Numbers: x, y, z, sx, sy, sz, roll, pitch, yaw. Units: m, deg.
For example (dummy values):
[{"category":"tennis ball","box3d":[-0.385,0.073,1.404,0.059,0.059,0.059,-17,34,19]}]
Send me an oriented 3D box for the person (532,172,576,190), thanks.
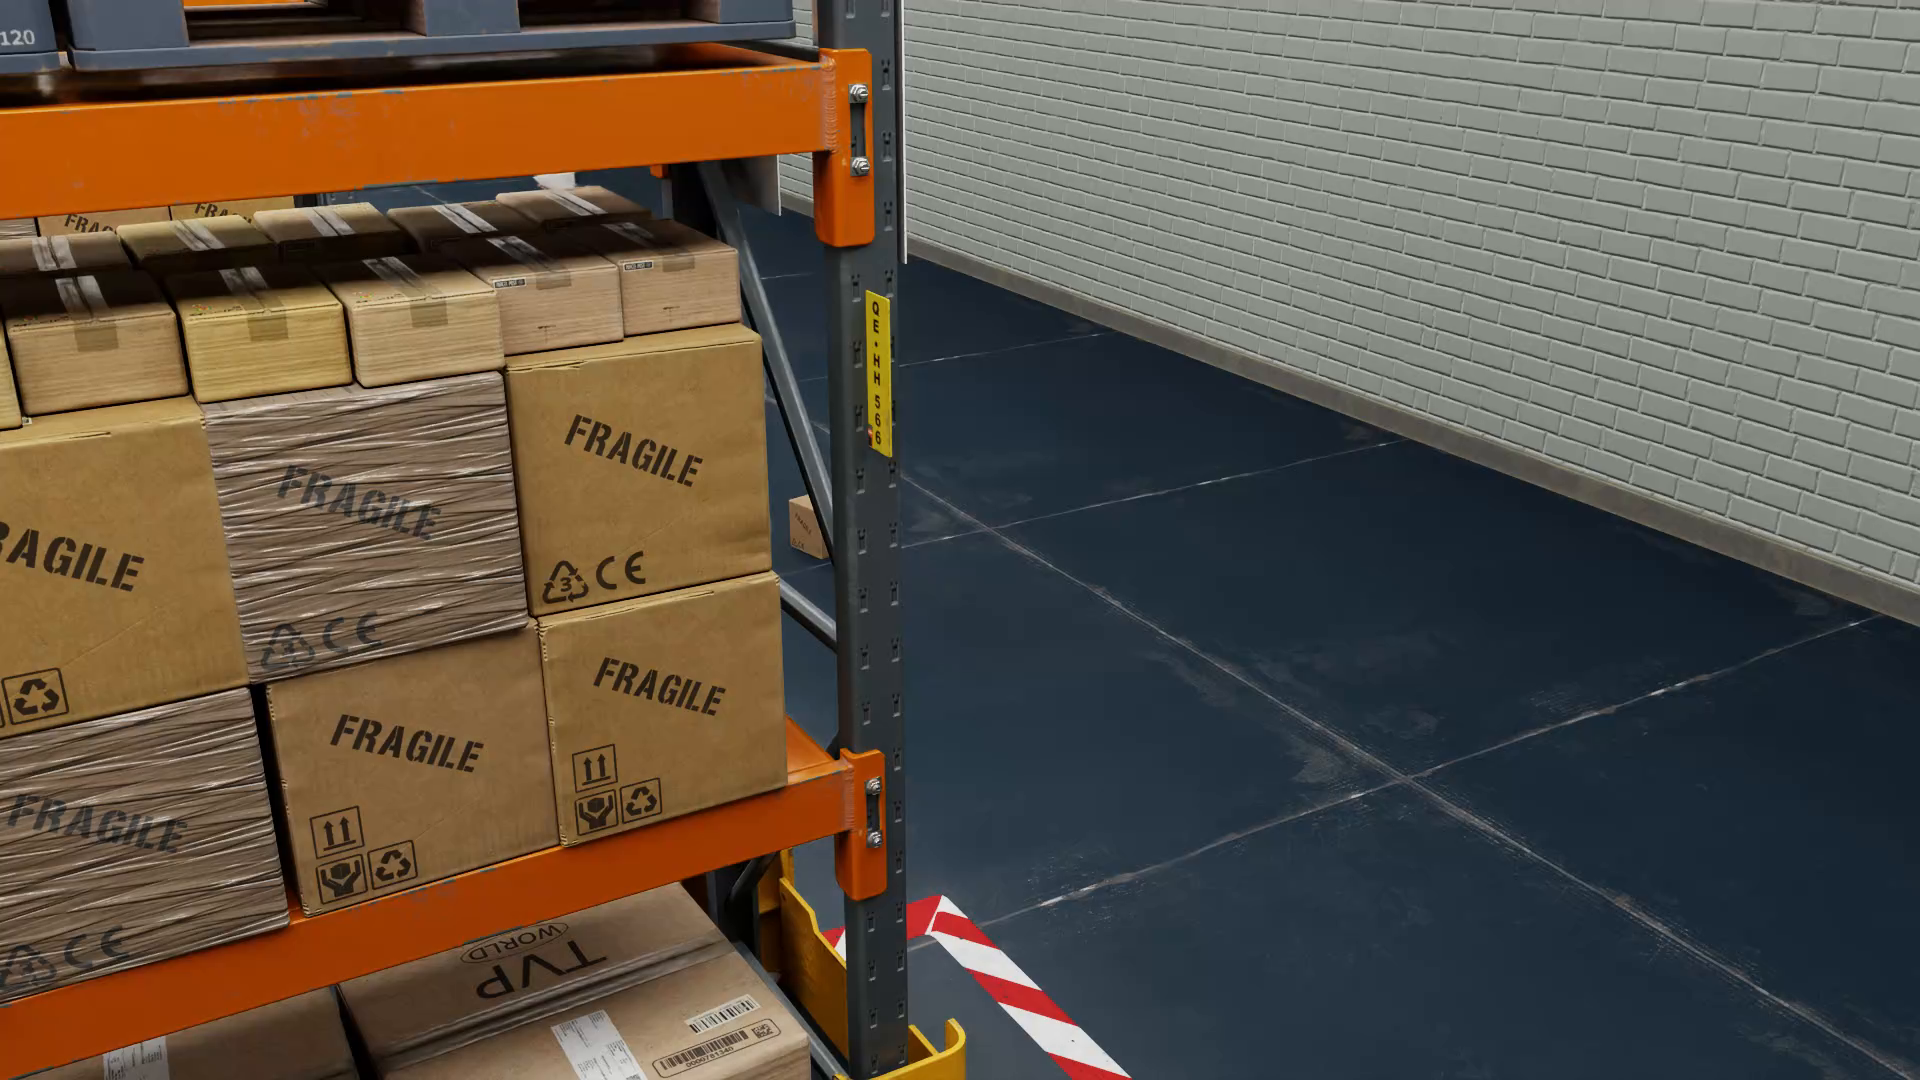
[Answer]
[{"category":"person","box3d":[-2.116,-1.181,8.963,0.494,1.780,0.594,18,28,38]}]
